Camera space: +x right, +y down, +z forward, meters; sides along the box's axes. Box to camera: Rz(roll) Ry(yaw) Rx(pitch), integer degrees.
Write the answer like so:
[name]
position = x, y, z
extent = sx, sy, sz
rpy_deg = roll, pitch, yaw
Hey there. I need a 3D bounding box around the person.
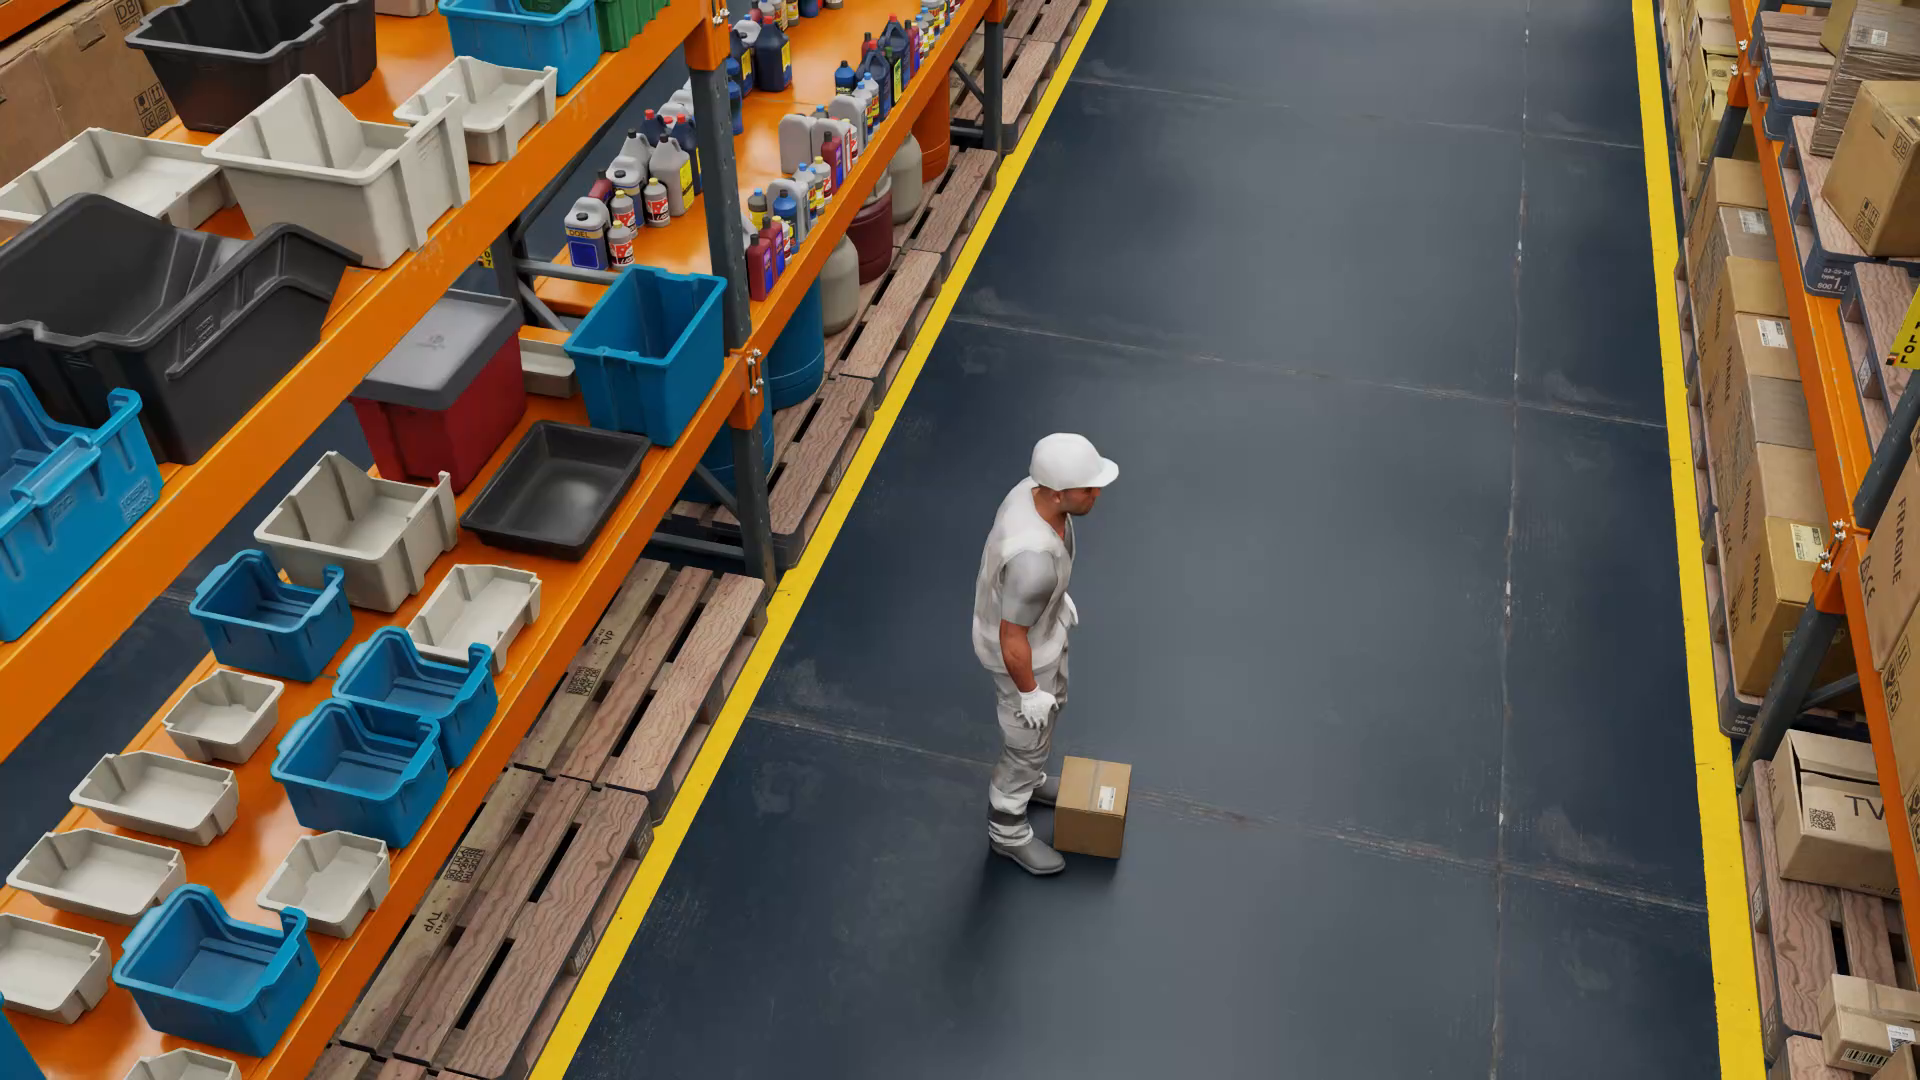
[person]
position = 0.274, 0.363, 5.722
extent = 0.447, 1.780, 0.623
rpy_deg = 8, 41, 10
